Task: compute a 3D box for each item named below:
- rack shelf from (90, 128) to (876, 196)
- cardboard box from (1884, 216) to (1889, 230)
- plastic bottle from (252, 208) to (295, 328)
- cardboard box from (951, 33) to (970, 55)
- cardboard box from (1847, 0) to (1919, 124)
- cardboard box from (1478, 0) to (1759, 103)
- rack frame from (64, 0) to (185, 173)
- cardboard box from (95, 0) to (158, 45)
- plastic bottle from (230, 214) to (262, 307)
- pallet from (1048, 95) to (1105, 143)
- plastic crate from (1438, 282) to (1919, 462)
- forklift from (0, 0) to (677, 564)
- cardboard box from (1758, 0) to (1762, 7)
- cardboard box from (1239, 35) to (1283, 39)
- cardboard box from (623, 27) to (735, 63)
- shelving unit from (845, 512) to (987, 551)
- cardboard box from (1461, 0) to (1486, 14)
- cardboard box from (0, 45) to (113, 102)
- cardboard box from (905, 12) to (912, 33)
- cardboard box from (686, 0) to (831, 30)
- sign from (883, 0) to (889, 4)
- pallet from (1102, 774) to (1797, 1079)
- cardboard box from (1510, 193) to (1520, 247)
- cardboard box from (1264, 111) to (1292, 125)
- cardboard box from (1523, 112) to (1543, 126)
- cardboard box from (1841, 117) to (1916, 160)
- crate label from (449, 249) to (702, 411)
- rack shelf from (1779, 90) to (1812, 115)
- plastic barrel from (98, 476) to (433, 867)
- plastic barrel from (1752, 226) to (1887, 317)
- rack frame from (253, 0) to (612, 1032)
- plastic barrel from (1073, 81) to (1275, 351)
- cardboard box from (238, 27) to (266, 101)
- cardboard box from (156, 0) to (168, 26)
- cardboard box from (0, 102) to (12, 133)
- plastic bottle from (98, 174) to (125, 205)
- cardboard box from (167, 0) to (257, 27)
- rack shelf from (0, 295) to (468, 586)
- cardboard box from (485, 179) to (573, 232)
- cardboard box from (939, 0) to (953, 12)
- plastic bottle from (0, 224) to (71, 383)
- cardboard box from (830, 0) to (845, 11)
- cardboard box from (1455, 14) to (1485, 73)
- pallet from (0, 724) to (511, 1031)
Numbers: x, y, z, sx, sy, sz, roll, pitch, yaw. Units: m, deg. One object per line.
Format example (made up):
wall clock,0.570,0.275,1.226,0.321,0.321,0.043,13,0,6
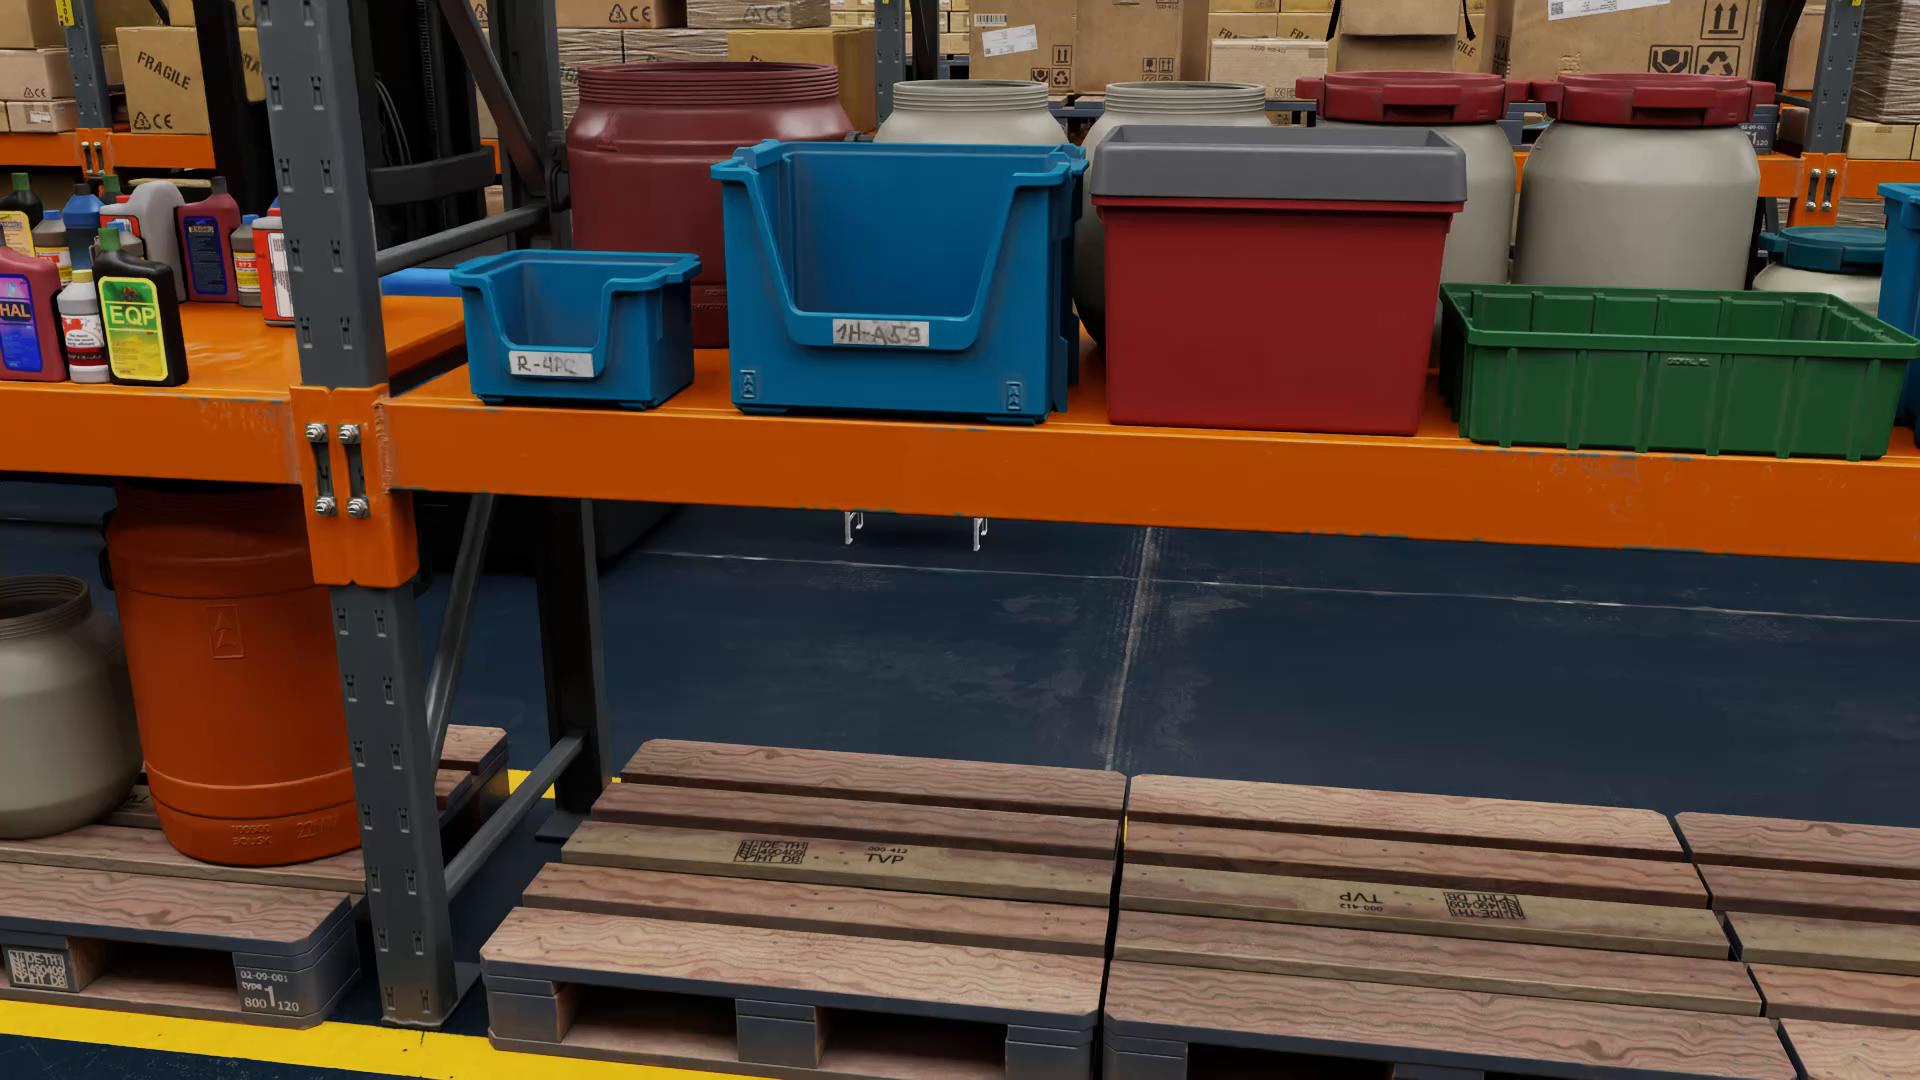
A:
rack shelf,-2.217,-1.904,8.399,4.000,0.370,1.077,3,19,9
cardboard box,6.994,-2.539,11.851,0.875,0.875,0.875,3,19,8
plastic bottle,-1.428,-0.609,3.592,0.135,0.276,0.152,3,19,9
cardboard box,0.084,-3.654,12.230,0.250,0.149,0.380,3,19,10
cardboard box,4.142,-2.089,7.194,0.500,0.500,0.875,3,19,9
cardboard box,2.945,-2.510,7.471,1.000,1.000,1.000,3,19,9
rack frame,-4.192,-2.346,8.586,0.127,3.000,1.000,3,19,9
cardboard box,-4.624,-2.875,8.755,0.500,0.500,0.500,3,19,9
plastic bottle,-1.610,-0.641,3.804,0.097,0.201,0.097,0,18,0
pallet,0.478,-2.051,8.007,1.003,0.211,1.213,3,19,9
plastic crate,1.157,-0.290,2.776,0.662,0.188,0.450,3,19,9
forklift,-2.621,-1.498,6.160,3.031,2.935,1.130,3,19,10
cardboard box,5.514,-4.054,11.755,0.550,0.550,0.875,3,19,9
cardboard box,1.447,-2.280,7.941,0.258,0.266,0.396,2,19,7
cardboard box,-1.260,-2.166,7.891,0.500,0.500,0.500,3,19,8
shelving unit,-0.163,-0.577,6.138,0.503,1.200,0.258,3,19,9
cardboard box,3.594,-4.062,11.982,0.500,0.500,0.700,3,19,8
cardboard box,-4.669,-2.356,8.383,0.500,0.250,0.500,3,19,8
cardboard box,-0.440,-3.822,12.263,0.250,0.149,0.380,3,19,10
cardboard box,-0.962,-2.709,7.934,0.637,0.503,0.797,4,19,11
sign,-0.327,-2.519,7.280,0.005,0.325,0.100,3,19,9
pallet,0.932,0.843,3.451,1.213,0.211,1.003,3,19,9
cardboard box,3.966,-2.627,12.311,0.750,0.750,1.050,3,19,8
cardboard box,4.038,-5.777,21.923,0.625,0.625,0.875,2,19,6
cardboard box,5.026,-3.662,15.267,0.500,0.500,0.500,3,19,9
cardboard box,3.872,-1.719,7.109,0.250,0.149,0.380,3,19,9
crate label,-0.671,-0.375,2.959,0.416,0.233,0.303,3,19,9
rack shelf,6.568,-3.050,11.825,4.000,0.370,1.077,3,19,9
plastic barrel,-1.514,0.218,3.682,0.708,0.830,0.600,3,19,9
plastic barrel,1.639,-0.440,3.110,0.301,0.262,0.301,0,18,0
rack frame,-1.028,-0.593,3.347,0.127,3.000,1.000,3,19,9
plastic barrel,0.438,-0.640,3.311,0.421,0.512,0.421,0,18,0
cardboard box,-3.281,-2.267,8.192,0.500,0.500,0.500,3,19,9
cardboard box,-6.323,-4.156,13.371,0.500,0.500,0.500,3,19,9
cardboard box,-4.799,-2.152,8.404,0.250,0.149,0.380,3,19,10
plastic bottle,-1.986,-0.705,3.866,0.133,0.283,0.061,3,19,9
cardboard box,-3.560,-2.839,8.323,0.637,0.503,0.797,2,19,7
rack shelf,-3.003,-0.352,3.762,4.000,0.370,1.077,3,19,9
cardboard box,-1.799,-1.424,8.519,0.875,0.875,1.225,3,19,9
cardboard box,-0.160,-3.950,12.176,0.250,0.149,0.380,3,19,8
plastic bottle,-1.723,-0.436,3.061,0.133,0.283,0.061,3,19,9
cardboard box,-0.920,-3.989,12.294,0.250,0.149,0.380,3,19,9
cardboard box,3.537,-3.507,11.900,0.500,0.500,0.500,3,19,8
pallet,-1.813,0.703,3.869,1.213,0.211,1.003,3,19,9
